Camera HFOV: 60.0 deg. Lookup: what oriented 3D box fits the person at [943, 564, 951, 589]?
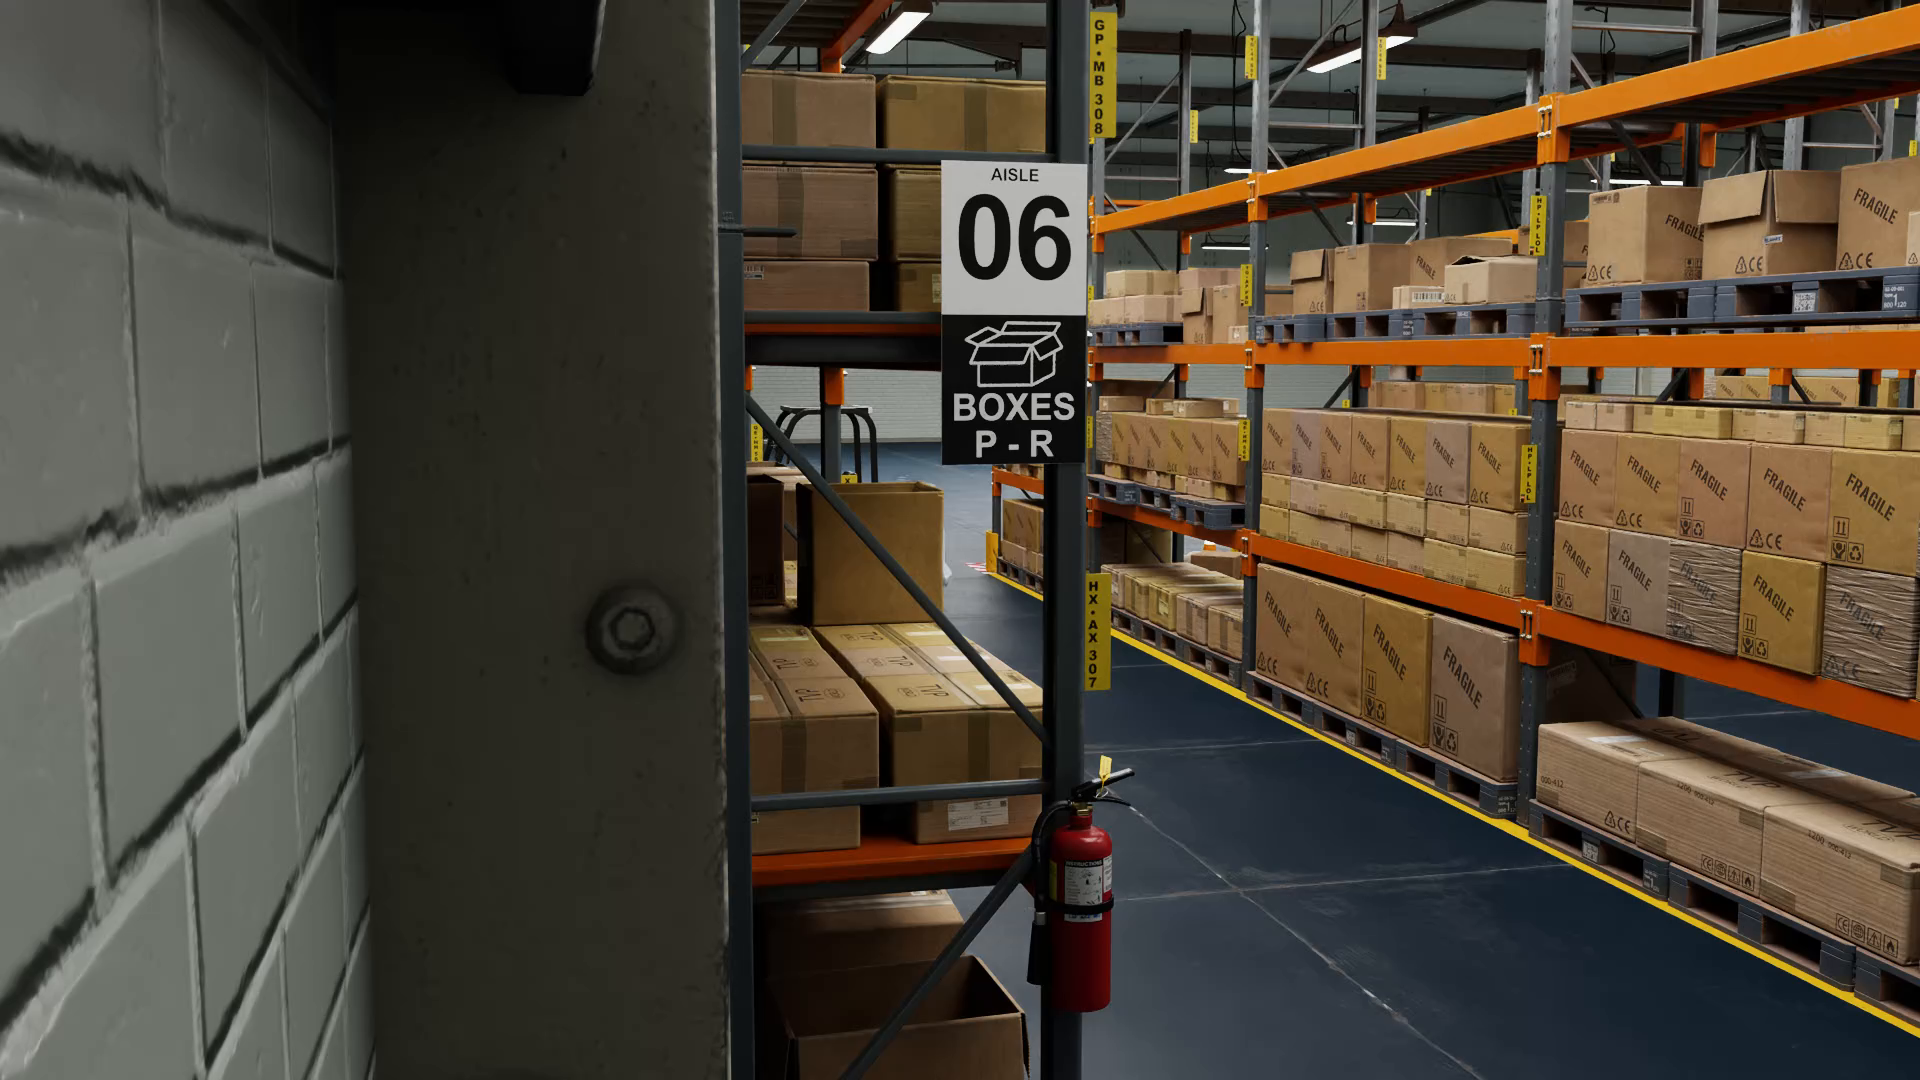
[{"bbox_3d":[-0.521,0.344,17.363,0.843,0.940,0.514,-2,6,-14],"label":"person"}]
